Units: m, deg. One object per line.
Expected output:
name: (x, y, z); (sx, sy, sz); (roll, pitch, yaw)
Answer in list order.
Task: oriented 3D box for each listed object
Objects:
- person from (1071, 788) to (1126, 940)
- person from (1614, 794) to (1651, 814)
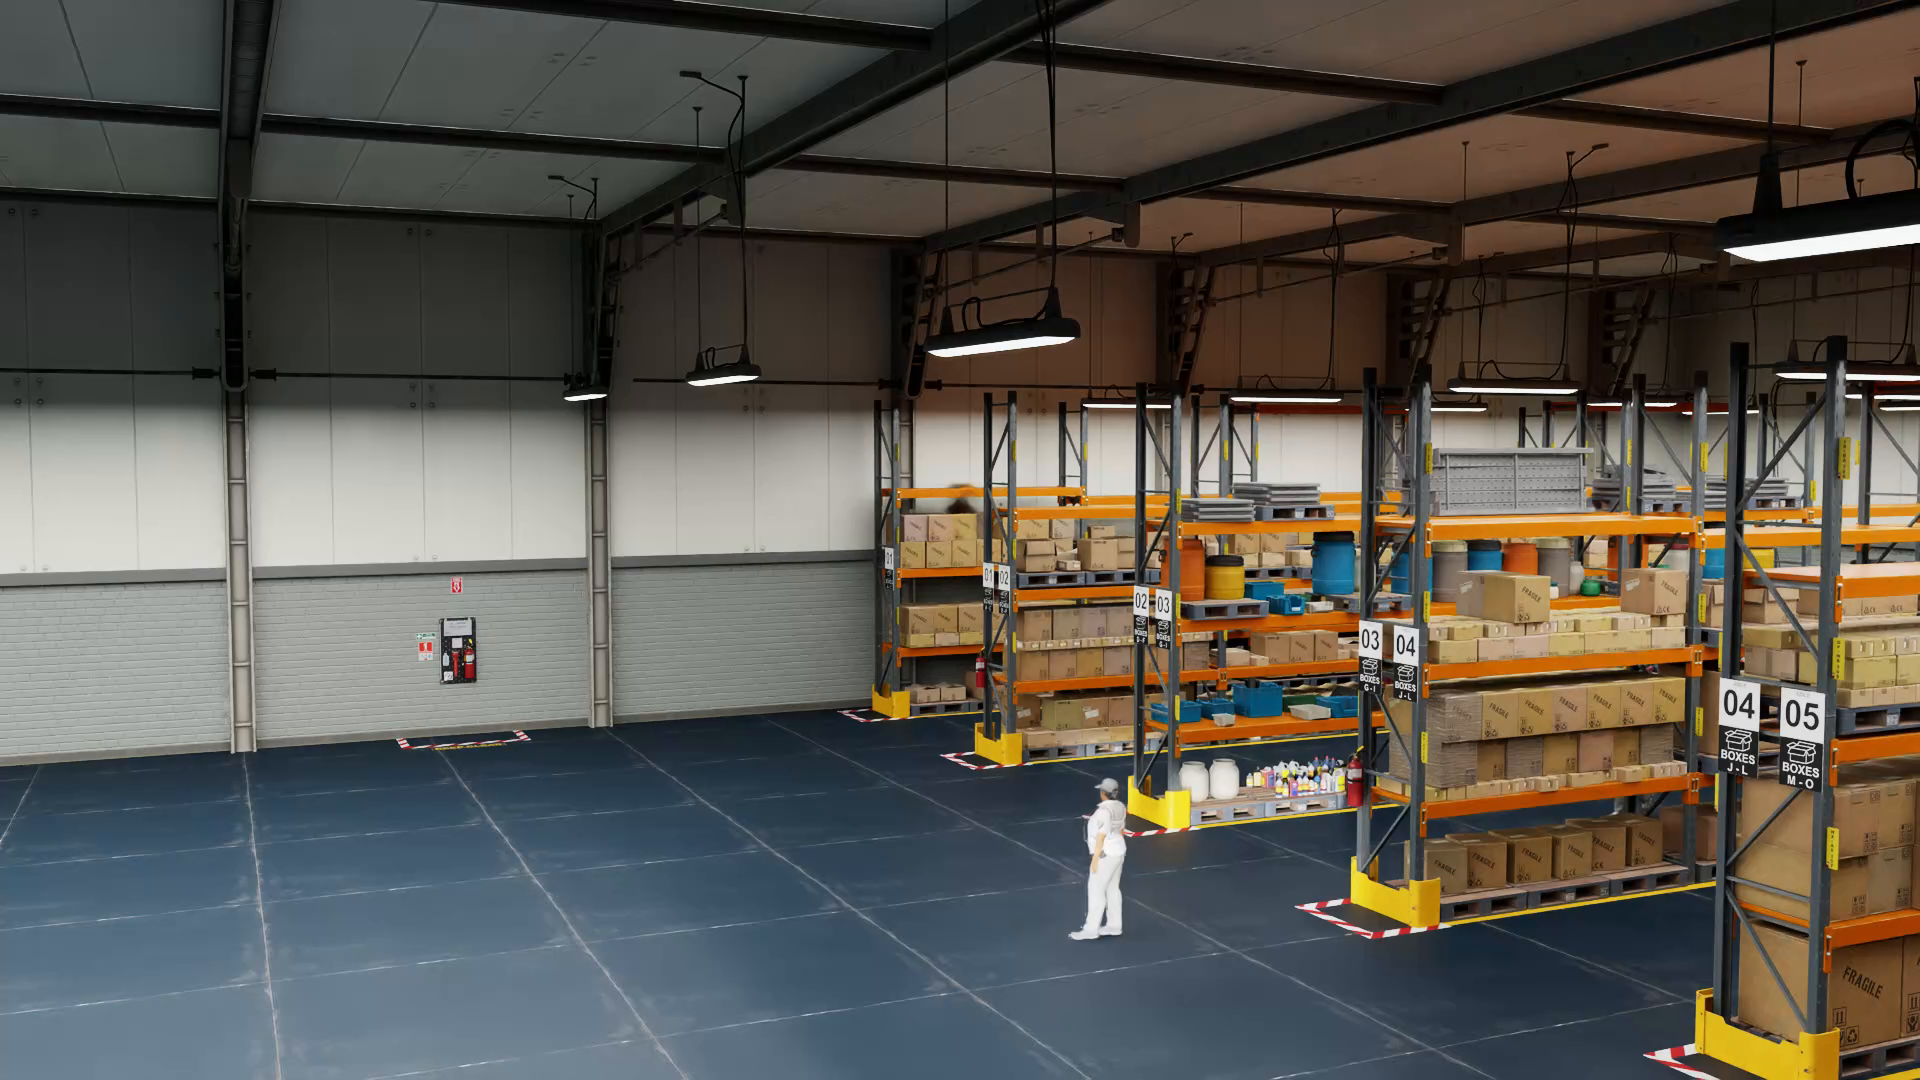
person: (1.457, 3.327, 17.425); (0.535, 1.647, 0.481); (1, 3, 16)
person: (9.206, 3.123, 22.819); (0.585, 1.276, 0.387); (-2, 4, -32)
